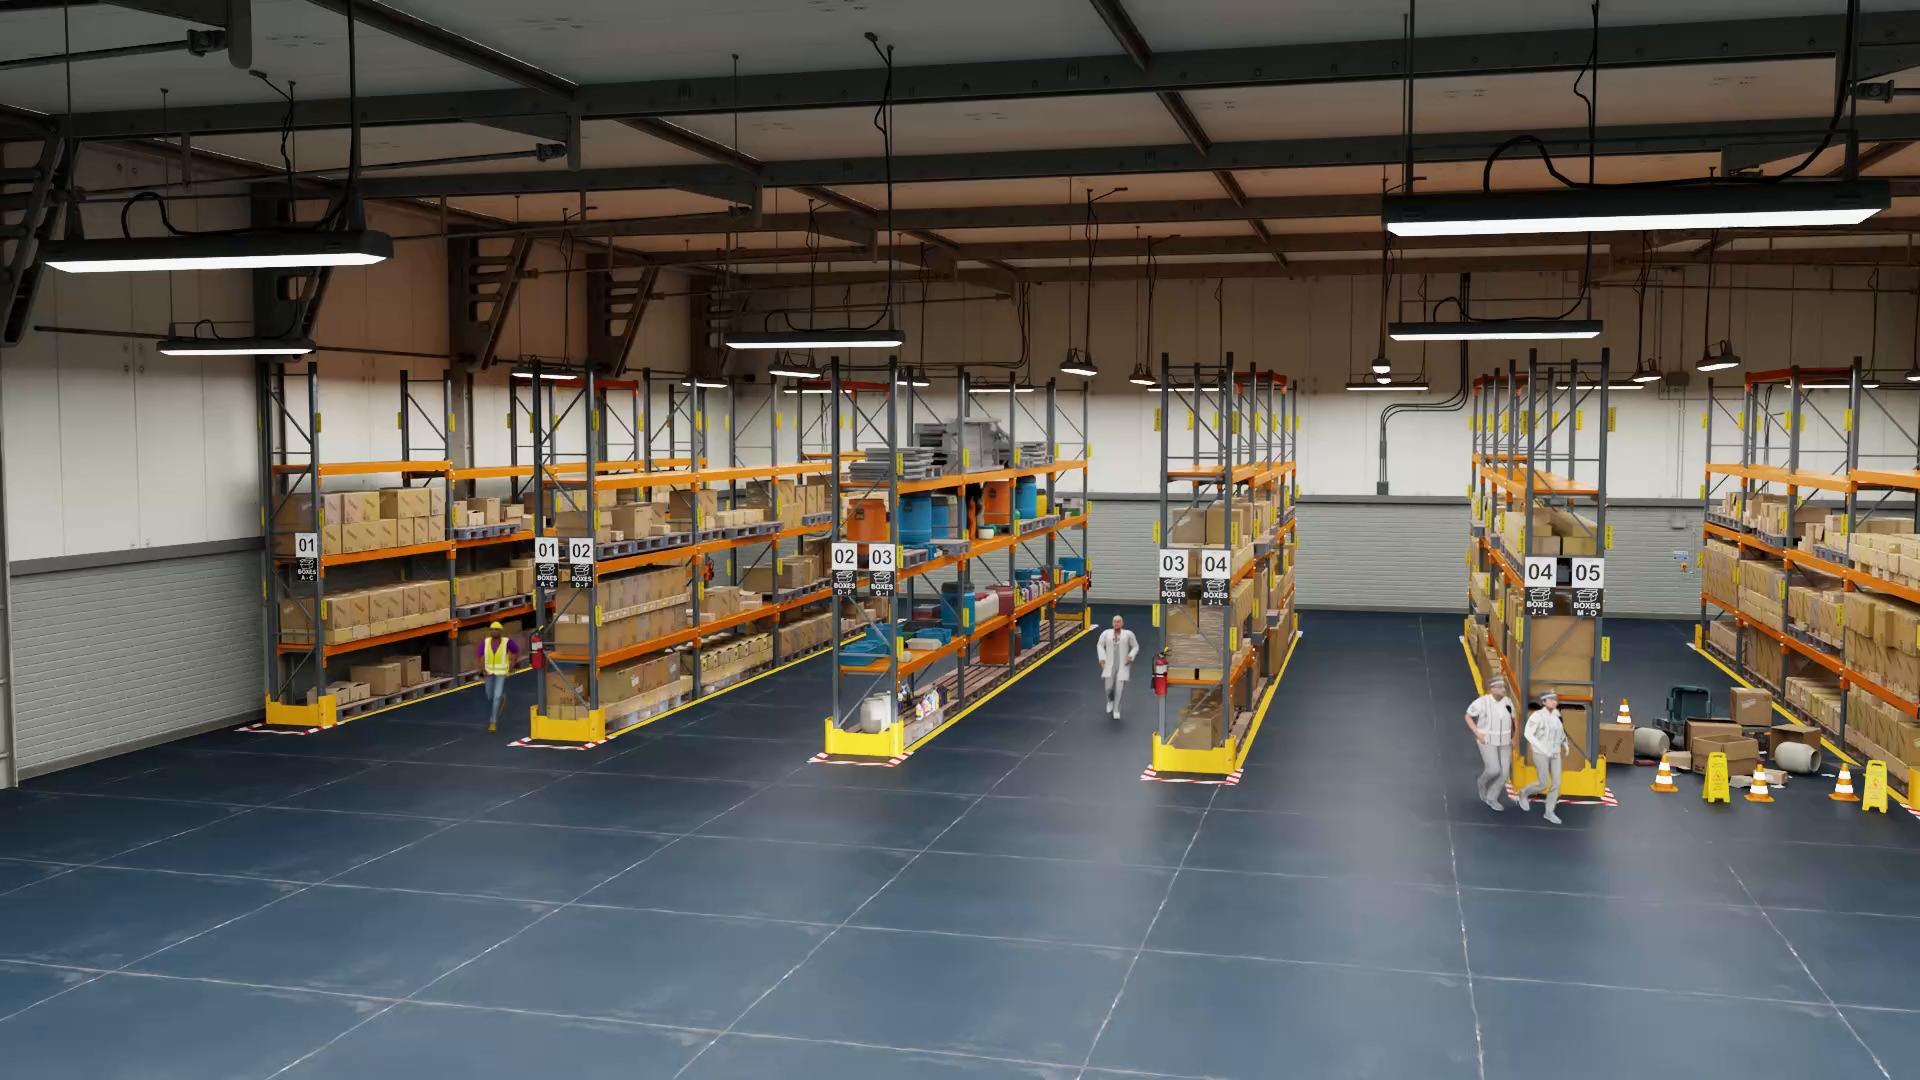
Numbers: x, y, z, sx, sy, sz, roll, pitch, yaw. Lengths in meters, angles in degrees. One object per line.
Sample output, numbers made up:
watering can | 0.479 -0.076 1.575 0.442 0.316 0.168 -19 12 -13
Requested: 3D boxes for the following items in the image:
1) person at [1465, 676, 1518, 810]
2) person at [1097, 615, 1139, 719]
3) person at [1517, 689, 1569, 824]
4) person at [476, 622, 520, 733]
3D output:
person | 6.950 2.624 21.575 0.693 1.751 0.524 -1 4 -9
person | 2.680 2.149 28.241 0.726 1.747 0.633 1 4 10
person | 7.396 2.696 21.034 0.644 1.686 0.672 -2 4 -22
person | -7.648 2.222 27.410 0.664 1.757 1.093 0 4 4
